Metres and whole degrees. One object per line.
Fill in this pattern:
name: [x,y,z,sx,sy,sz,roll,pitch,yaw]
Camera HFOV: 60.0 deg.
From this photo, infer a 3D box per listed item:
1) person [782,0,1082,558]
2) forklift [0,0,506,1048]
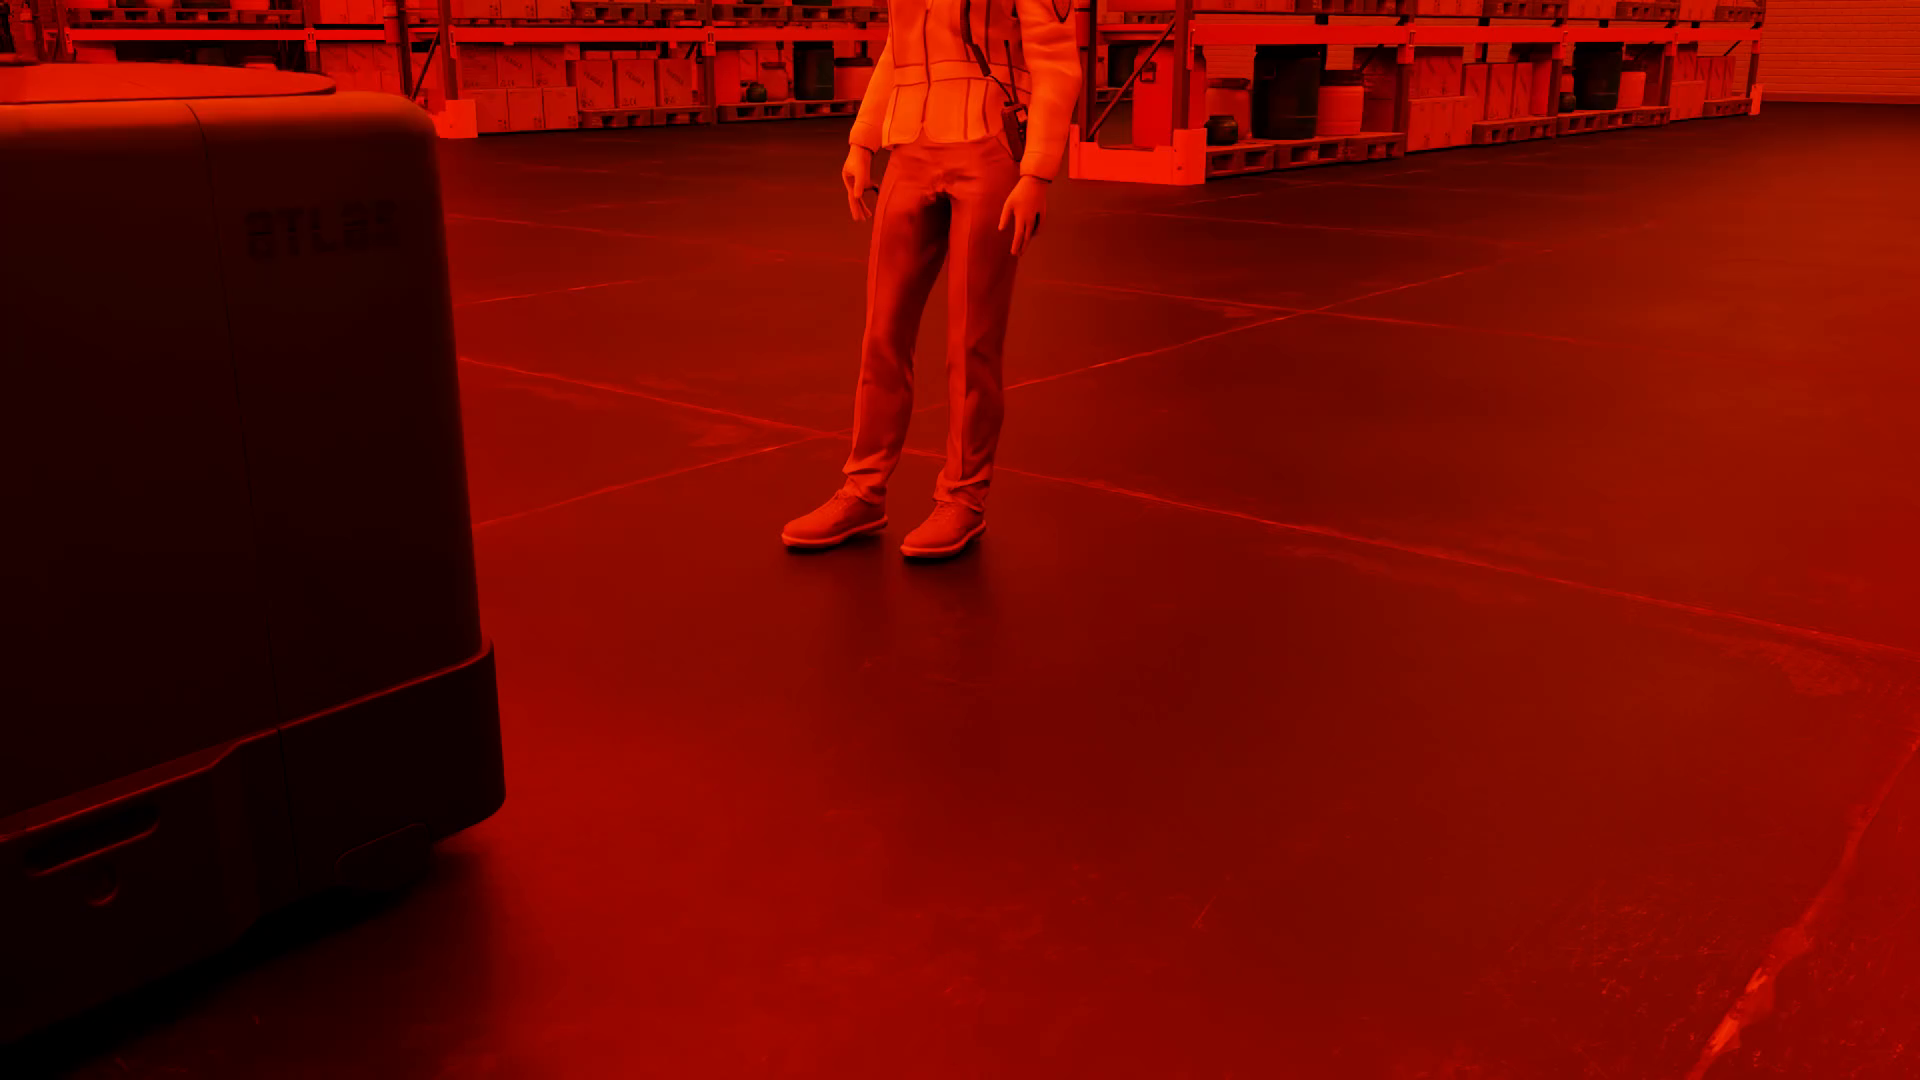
person: [-0.049,-0.803,3.647,0.586,1.694,0.530,13,21,37]
forklift: [-1.965,-0.699,1.200,1.130,2.935,3.031,13,21,36]
